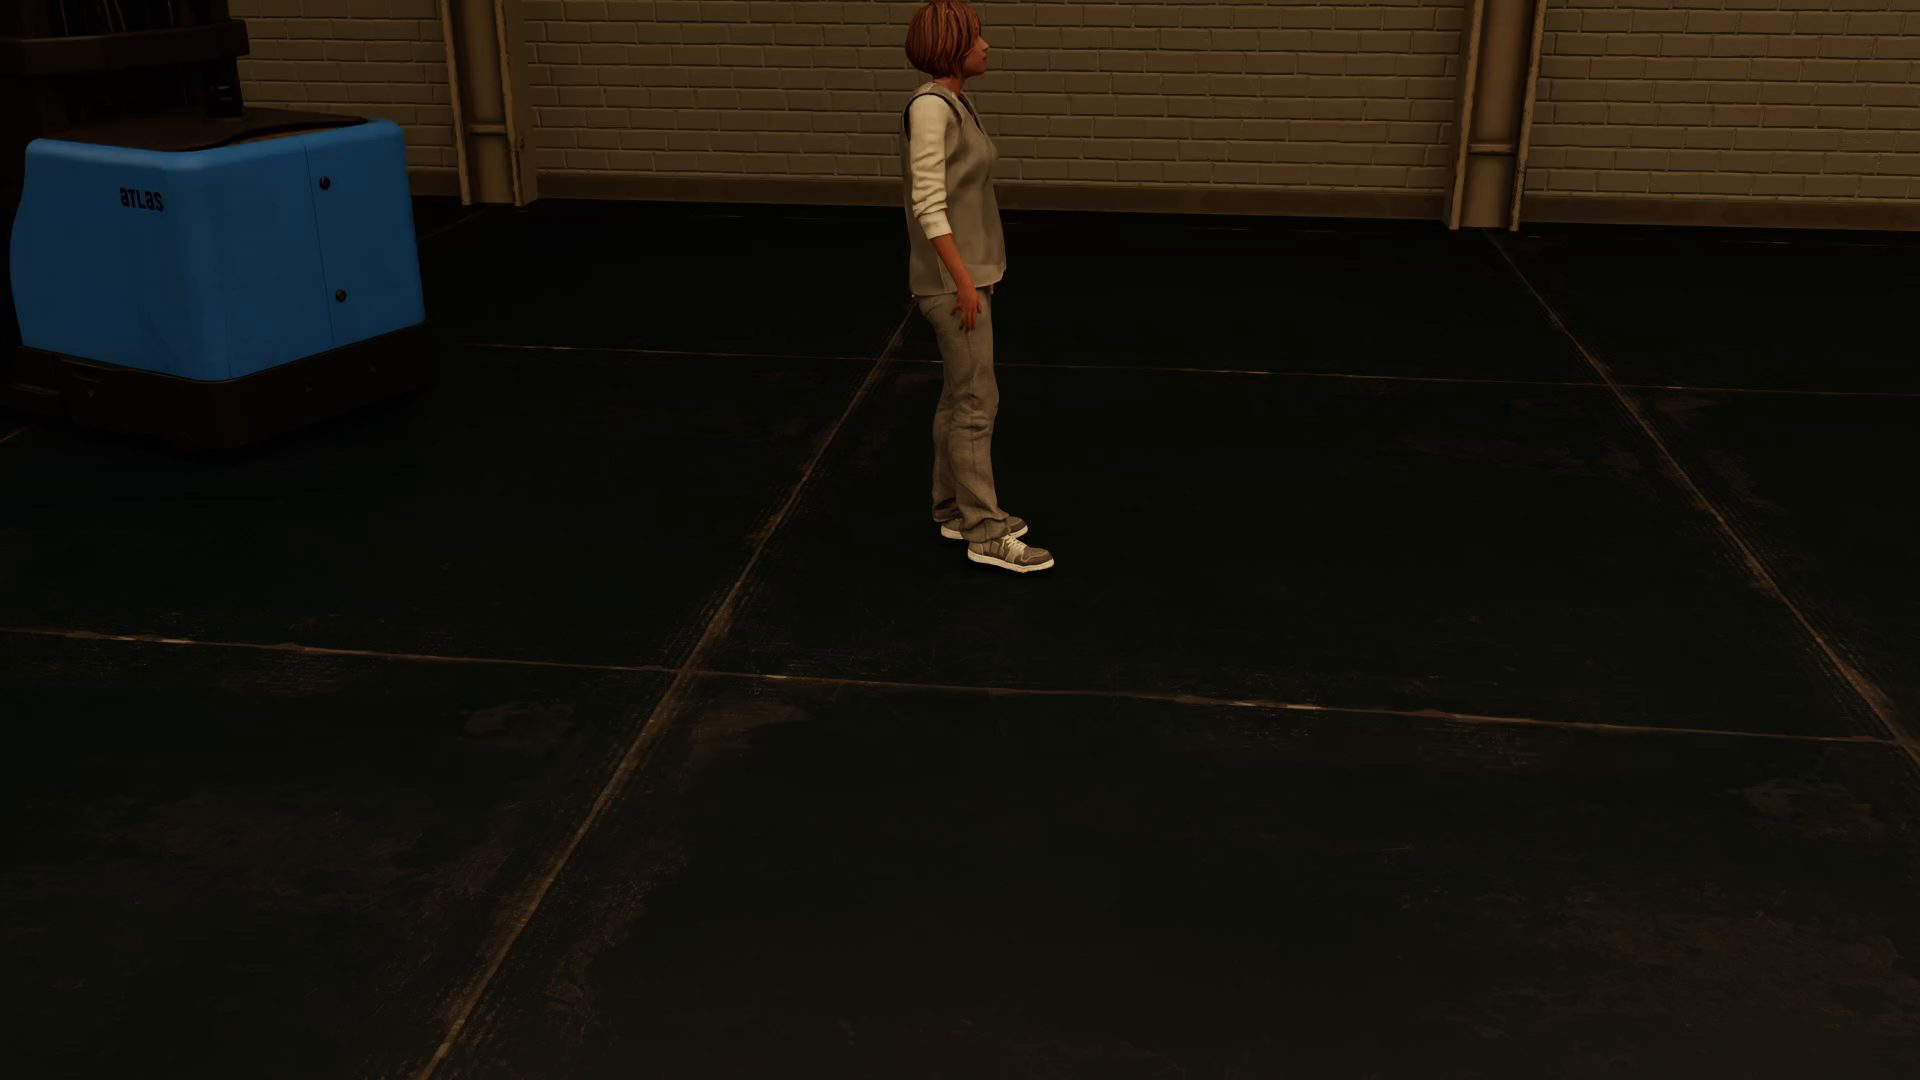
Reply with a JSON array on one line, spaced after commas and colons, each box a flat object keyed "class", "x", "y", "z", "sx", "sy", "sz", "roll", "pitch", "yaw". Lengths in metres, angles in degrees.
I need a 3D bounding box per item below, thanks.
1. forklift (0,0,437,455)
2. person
[{"class": "forklift", "x": -3.604, "y": -2.035, "z": 6.308, "sx": 3.031, "sy": 2.935, "sz": 1.130, "roll": 11, "pitch": 25, "yaw": 26}, {"class": "person", "x": 0.072, "y": -0.739, "z": 4.855, "sx": 0.473, "sy": 1.599, "sz": 0.521, "roll": 3, "pitch": 22, "yaw": 7}]
